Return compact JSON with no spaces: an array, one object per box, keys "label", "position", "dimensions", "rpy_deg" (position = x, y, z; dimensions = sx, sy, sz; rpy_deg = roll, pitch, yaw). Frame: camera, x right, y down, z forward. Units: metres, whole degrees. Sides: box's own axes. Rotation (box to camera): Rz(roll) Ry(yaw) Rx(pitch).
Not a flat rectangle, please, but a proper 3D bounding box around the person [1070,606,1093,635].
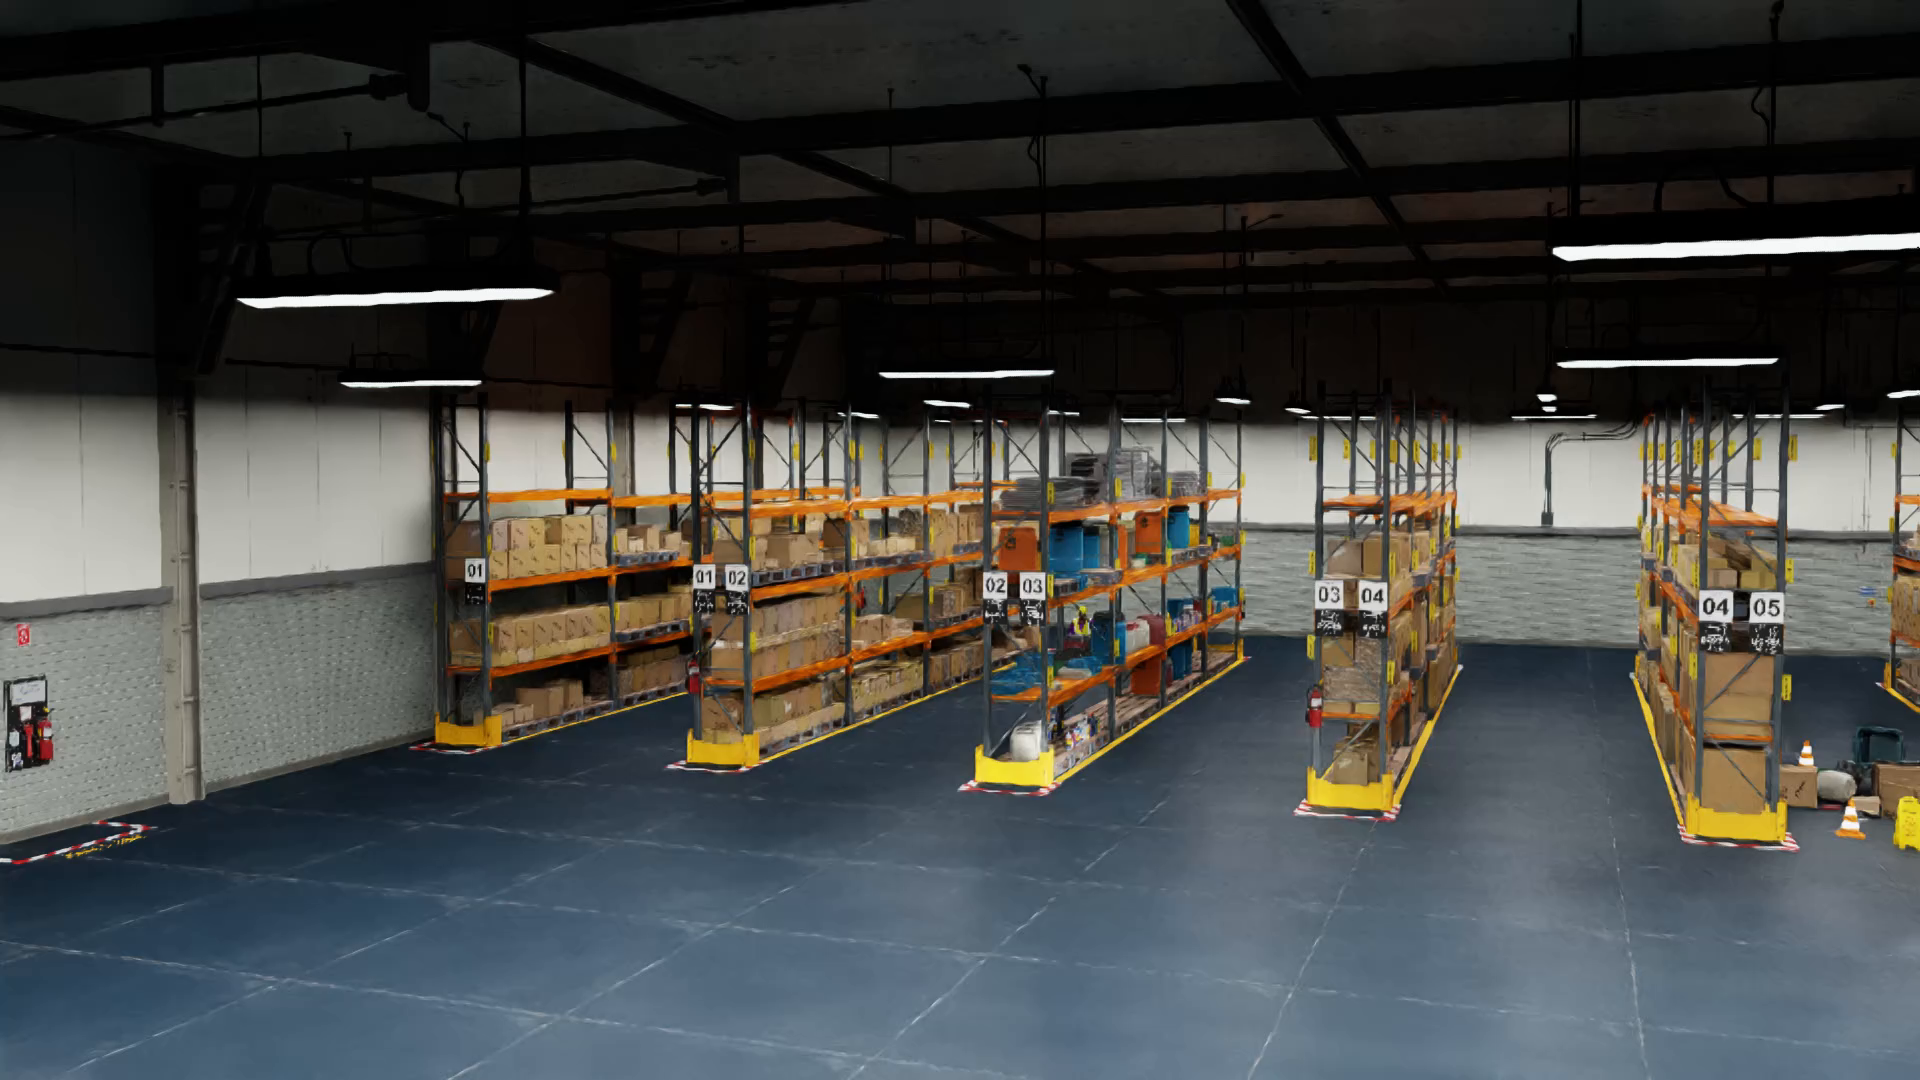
[{"label":"person","position":[2.622,2.247,35.689],"dimensions":[0.577,1.691,1.121],"rpy_deg":[1,3,22]}]
